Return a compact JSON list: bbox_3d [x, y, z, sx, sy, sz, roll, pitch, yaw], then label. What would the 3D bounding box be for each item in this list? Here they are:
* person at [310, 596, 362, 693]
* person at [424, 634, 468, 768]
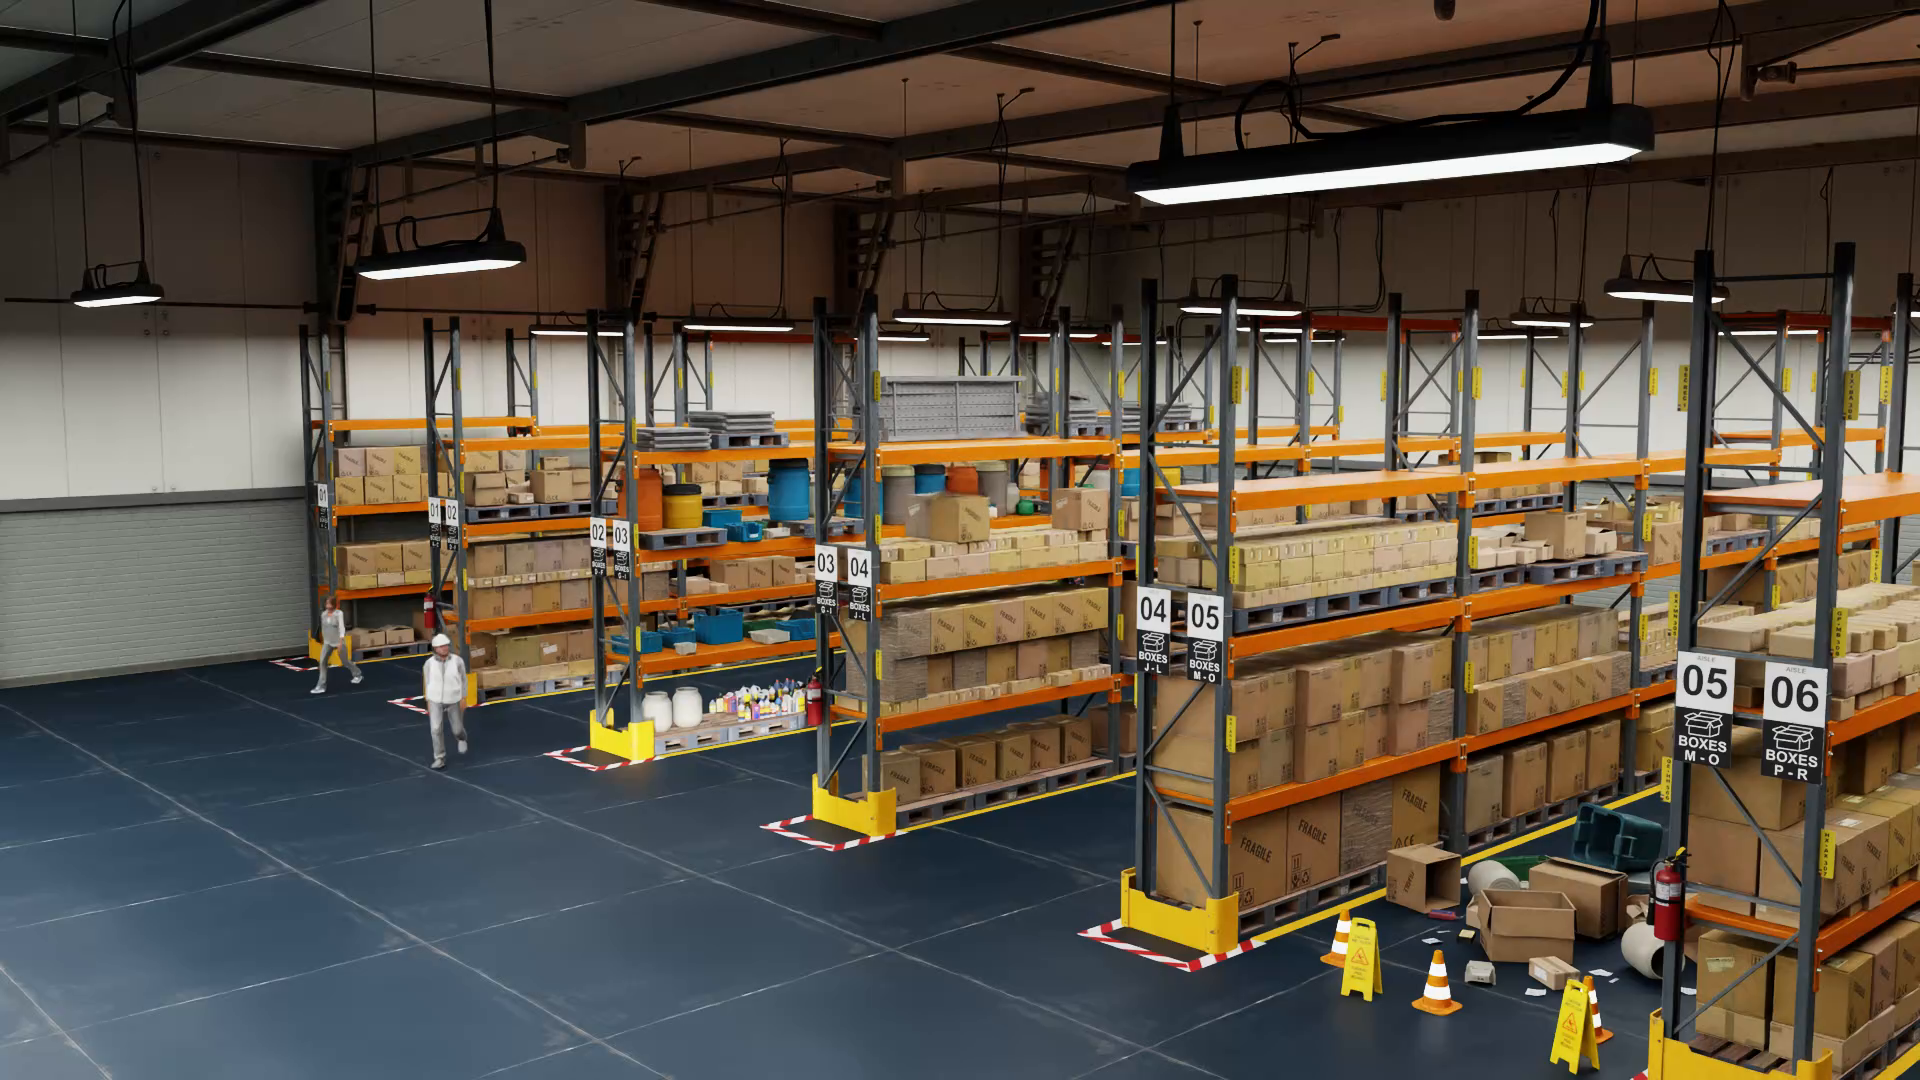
[{"bbox_3d":[-10.110,1.664,26.908,0.485,1.529,1.003,2,6,20],"label":"person"},{"bbox_3d":[-6.752,2.082,21.907,0.536,1.745,0.855,0,6,-3],"label":"person"}]
